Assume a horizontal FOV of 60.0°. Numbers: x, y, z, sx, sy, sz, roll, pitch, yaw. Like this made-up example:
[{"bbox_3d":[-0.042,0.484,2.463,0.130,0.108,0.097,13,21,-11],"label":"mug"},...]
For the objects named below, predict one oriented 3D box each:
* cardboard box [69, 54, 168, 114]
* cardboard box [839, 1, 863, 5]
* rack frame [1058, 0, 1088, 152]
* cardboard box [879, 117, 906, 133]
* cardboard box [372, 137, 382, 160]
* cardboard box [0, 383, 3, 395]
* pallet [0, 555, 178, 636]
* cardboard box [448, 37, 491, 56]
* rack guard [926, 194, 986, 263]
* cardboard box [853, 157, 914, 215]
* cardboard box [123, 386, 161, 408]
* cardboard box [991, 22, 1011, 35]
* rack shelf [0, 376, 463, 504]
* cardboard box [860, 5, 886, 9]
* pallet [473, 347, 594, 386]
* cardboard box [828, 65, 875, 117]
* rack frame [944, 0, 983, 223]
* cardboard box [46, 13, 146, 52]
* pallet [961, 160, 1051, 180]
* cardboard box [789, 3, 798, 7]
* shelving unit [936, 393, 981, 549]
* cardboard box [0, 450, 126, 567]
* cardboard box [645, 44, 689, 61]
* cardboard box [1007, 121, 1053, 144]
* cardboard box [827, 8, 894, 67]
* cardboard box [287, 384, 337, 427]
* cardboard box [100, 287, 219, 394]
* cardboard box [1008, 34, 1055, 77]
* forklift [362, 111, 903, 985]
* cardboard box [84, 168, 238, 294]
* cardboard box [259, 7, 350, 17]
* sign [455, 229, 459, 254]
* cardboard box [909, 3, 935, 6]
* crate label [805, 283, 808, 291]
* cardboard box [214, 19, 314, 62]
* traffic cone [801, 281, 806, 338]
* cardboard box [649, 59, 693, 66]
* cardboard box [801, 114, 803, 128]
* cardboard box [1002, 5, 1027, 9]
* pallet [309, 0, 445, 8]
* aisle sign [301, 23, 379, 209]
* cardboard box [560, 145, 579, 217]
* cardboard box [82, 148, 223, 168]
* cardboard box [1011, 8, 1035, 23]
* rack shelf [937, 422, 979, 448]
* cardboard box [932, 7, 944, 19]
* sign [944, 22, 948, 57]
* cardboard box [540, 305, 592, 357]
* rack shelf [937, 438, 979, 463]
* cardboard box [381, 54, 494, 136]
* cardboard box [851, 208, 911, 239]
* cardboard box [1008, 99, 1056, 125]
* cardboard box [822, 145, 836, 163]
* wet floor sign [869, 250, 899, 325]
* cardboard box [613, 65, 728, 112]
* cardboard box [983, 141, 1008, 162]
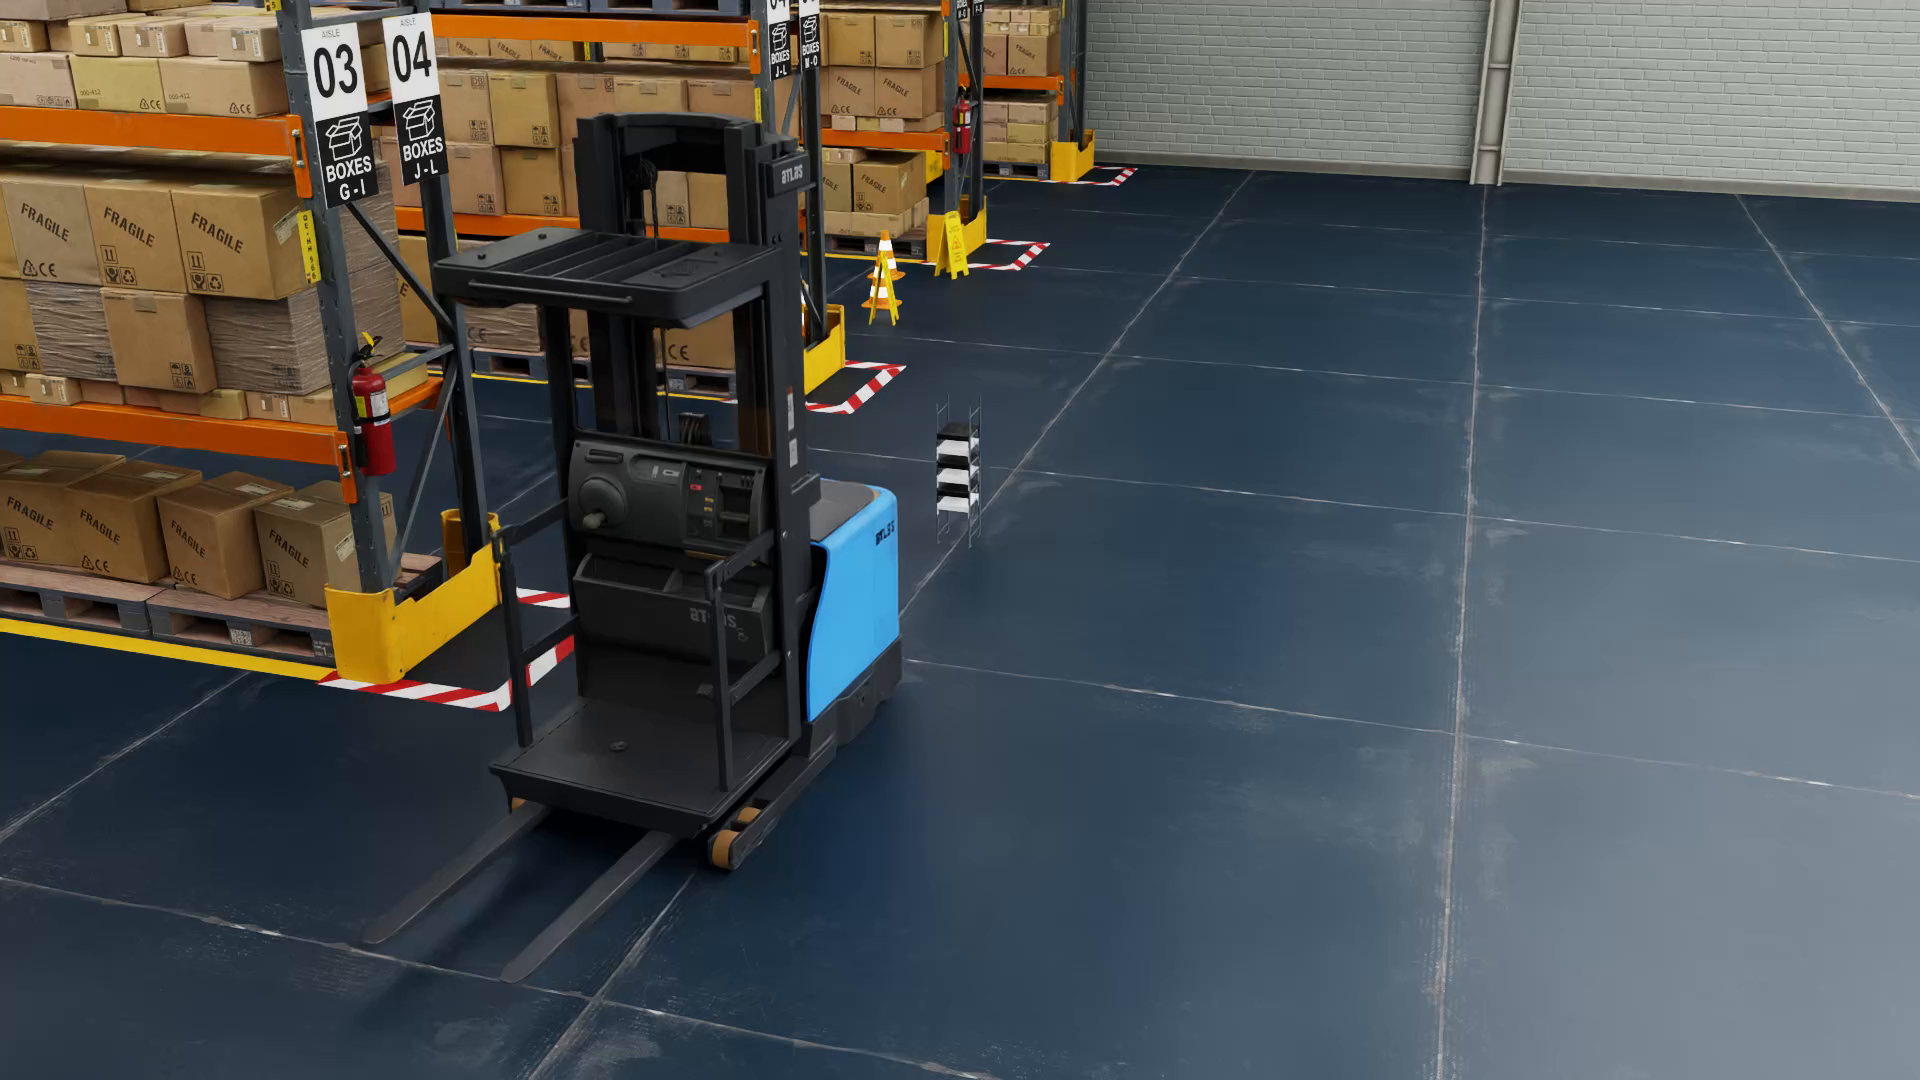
[{"bbox_3d":[-3.834,-2.200,7.925,0.500,0.250,0.500,7,23,16],"label":"cardboard box"},{"bbox_3d":[-1.478,-7.202,22.497,0.250,0.149,0.380,6,23,15],"label":"cardboard box"},{"bbox_3d":[1.473,-6.272,21.607,0.127,3.000,1.000,7,23,16],"label":"rack frame"},{"bbox_3d":[-0.652,-4.302,17.137,0.250,0.149,0.380,6,23,15],"label":"cardboard box"},{"bbox_3d":[-4.763,-3.130,13.750,0.550,0.550,0.875,7,23,16],"label":"cardboard box"},{"bbox_3d":[-5.091,-0.897,8.835,0.250,0.149,0.380,7,23,16],"label":"cardboard box"},{"bbox_3d":[-4.824,0.178,9.557,1.213,0.211,1.003,7,23,16],"label":"pallet"},{"bbox_3d":[-5.263,-5.364,18.318,0.500,0.500,0.500,7,23,17],"label":"cardboard box"},{"bbox_3d":[-0.030,-3.319,17.704,0.348,0.500,1.175,7,23,16],"label":"rack guard"},{"bbox_3d":[-0.800,-3.730,17.492,0.500,0.500,0.500,7,23,16],"label":"cardboard box"},{"bbox_3d":[-4.108,-0.819,8.645,0.250,0.149,0.380,7,23,16],"label":"cardboard box"},{"bbox_3d":[0.576,-6.622,21.475,0.250,0.149,0.380,7,23,17],"label":"cardboard box"},{"bbox_3d":[-4.735,-0.753,9.102,4.000,0.370,1.077,7,23,16],"label":"rack shelf"},{"bbox_3d":[-1.141,-6.947,21.874,0.250,0.149,0.380,6,23,15],"label":"cardboard box"},{"bbox_3d":[-3.243,-1.562,13.799,1.213,0.211,1.003,7,23,15],"label":"pallet"},{"bbox_3d":[-1.035,-4.668,17.173,0.500,0.500,0.500,7,23,16],"label":"cardboard box"},{"bbox_3d":[0.043,-4.468,17.209,0.127,3.000,1.000,7,23,16],"label":"rack frame"},{"bbox_3d":[-4.133,-2.440,7.985,0.250,0.149,0.380,7,23,16],"label":"cardboard box"},{"bbox_3d":[0.729,-5.050,22.303,1.213,0.211,1.003,7,23,16],"label":"pallet"},{"bbox_3d":[-2.137,-7.051,22.129,0.250,0.149,0.380,7,23,17],"label":"cardboard box"},{"bbox_3d":[-0.008,-0.417,10.101,0.210,0.900,0.258,7,23,16],"label":"shelving unit"},{"bbox_3d":[-5.110,-0.185,9.510,0.500,0.500,0.500,4,23,11],"label":"cardboard box"},{"bbox_3d":[-2.946,-5.362,17.547,0.500,0.500,0.700,7,23,16],"label":"cardboard box"},{"bbox_3d":[0.917,-5.365,21.807,0.500,0.250,0.500,6,23,15],"label":"cardboard box"},{"bbox_3d":[-0.992,-5.149,17.029,0.500,0.500,0.700,7,23,16],"label":"cardboard box"},{"bbox_3d":[-3.152,-0.707,8.372,0.250,0.149,0.380,7,23,16],"label":"cardboard box"},{"bbox_3d":[-3.852,-1.132,8.555,0.500,0.500,0.875,7,23,16],"label":"cardboard box"},{"bbox_3d":[0.926,-6.276,21.487,0.500,0.500,0.500,6,23,14],"label":"cardboard box"},{"bbox_3d":[-1.314,-0.164,6.807,1.130,2.935,3.031,9,24,20],"label":"forklift"},{"bbox_3d":[-3.898,-1.537,8.223,0.500,0.500,0.500,7,23,16],"label":"cardboard box"},{"bbox_3d":[-3.237,-2.548,8.248,0.250,0.149,0.380,7,23,17],"label":"cardboard box"},{"bbox_3d":[-2.663,-1.465,8.748,0.005,0.325,0.100,7,23,16],"label":"sign"},{"bbox_3d":[-0.514,-7.078,22.193,0.250,0.149,0.380,7,23,17],"label":"cardboard box"},{"bbox_3d":[-1.507,-2.345,15.806,0.298,0.136,0.250,-5,23,-12],"label":"crate label"},{"bbox_3d":[-3.176,-2.287,7.613,0.250,0.149,0.380,7,23,16],"label":"cardboard box"},{"bbox_3d":[-1.389,-2.059,14.679,0.334,0.463,0.336,7,23,16],"label":"traffic cone"},{"bbox_3d":[-2.959,-4.894,17.725,0.500,0.500,0.500,6,23,15],"label":"cardboard box"},{"bbox_3d":[-1.622,-4.429,17.447,0.250,0.149,0.380,6,23,15],"label":"cardboard box"},{"bbox_3d":[0.715,-6.935,21.845,0.250,0.149,0.380,7,23,17],"label":"cardboard box"},{"bbox_3d":[-4.340,-4.350,13.086,1.213,0.211,1.003,7,23,16],"label":"pallet"},{"bbox_3d":[-2.847,-1.954,7.656,0.004,0.787,0.394,7,23,16],"label":"aisle sign"},{"bbox_3d":[-2.692,-2.911,13.217,0.550,0.550,0.875,7,23,16],"label":"cardboard box"},{"bbox_3d":[-4.224,-1.785,8.827,0.500,0.500,0.500,7,23,16],"label":"cardboard box"},{"bbox_3d":[0.824,-6.734,21.356,0.250,0.149,0.380,7,23,16],"label":"cardboard box"},{"bbox_3d":[-0.008,-0.636,10.012,0.200,0.077,0.258,7,23,16],"label":"rack shelf"},{"bbox_3d":[-0.182,-6.822,21.570,0.250,0.149,0.380,7,23,17],"label":"cardboard box"},{"bbox_3d":[-0.137,-4.950,16.443,0.005,0.325,0.100,7,23,16],"label":"sign"},{"bbox_3d":[-2.802,-2.015,13.477,0.875,0.875,0.875,6,23,15],"label":"cardboard box"},{"bbox_3d":[-0.008,-0.553,10.046,0.200,0.077,0.258,7,23,16],"label":"rack shelf"},{"bbox_3d":[-4.217,-3.595,13.460,0.550,0.550,0.875,7,23,16],"label":"cardboard box"},{"bbox_3d":[-0.832,-3.383,17.635,0.500,0.250,0.500,6,23,15],"label":"cardboard box"},{"bbox_3d":[0.942,-5.593,21.706,0.500,0.250,0.500,7,23,17],"label":"cardboard box"},{"bbox_3d":[-1.410,-4.074,17.478,0.250,0.149,0.380,7,23,16],"label":"cardboard box"},{"bbox_3d":[-0.691,-2.285,14.990,0.232,0.644,0.267,3,22,6],"label":"wet floor sign"},{"bbox_3d":[-2.188,-3.309,12.763,0.550,0.550,0.875,7,23,16],"label":"cardboard box"},{"bbox_3d":[0.458,-5.188,22.036,0.500,0.250,0.500,7,23,15],"label":"cardboard box"}]
